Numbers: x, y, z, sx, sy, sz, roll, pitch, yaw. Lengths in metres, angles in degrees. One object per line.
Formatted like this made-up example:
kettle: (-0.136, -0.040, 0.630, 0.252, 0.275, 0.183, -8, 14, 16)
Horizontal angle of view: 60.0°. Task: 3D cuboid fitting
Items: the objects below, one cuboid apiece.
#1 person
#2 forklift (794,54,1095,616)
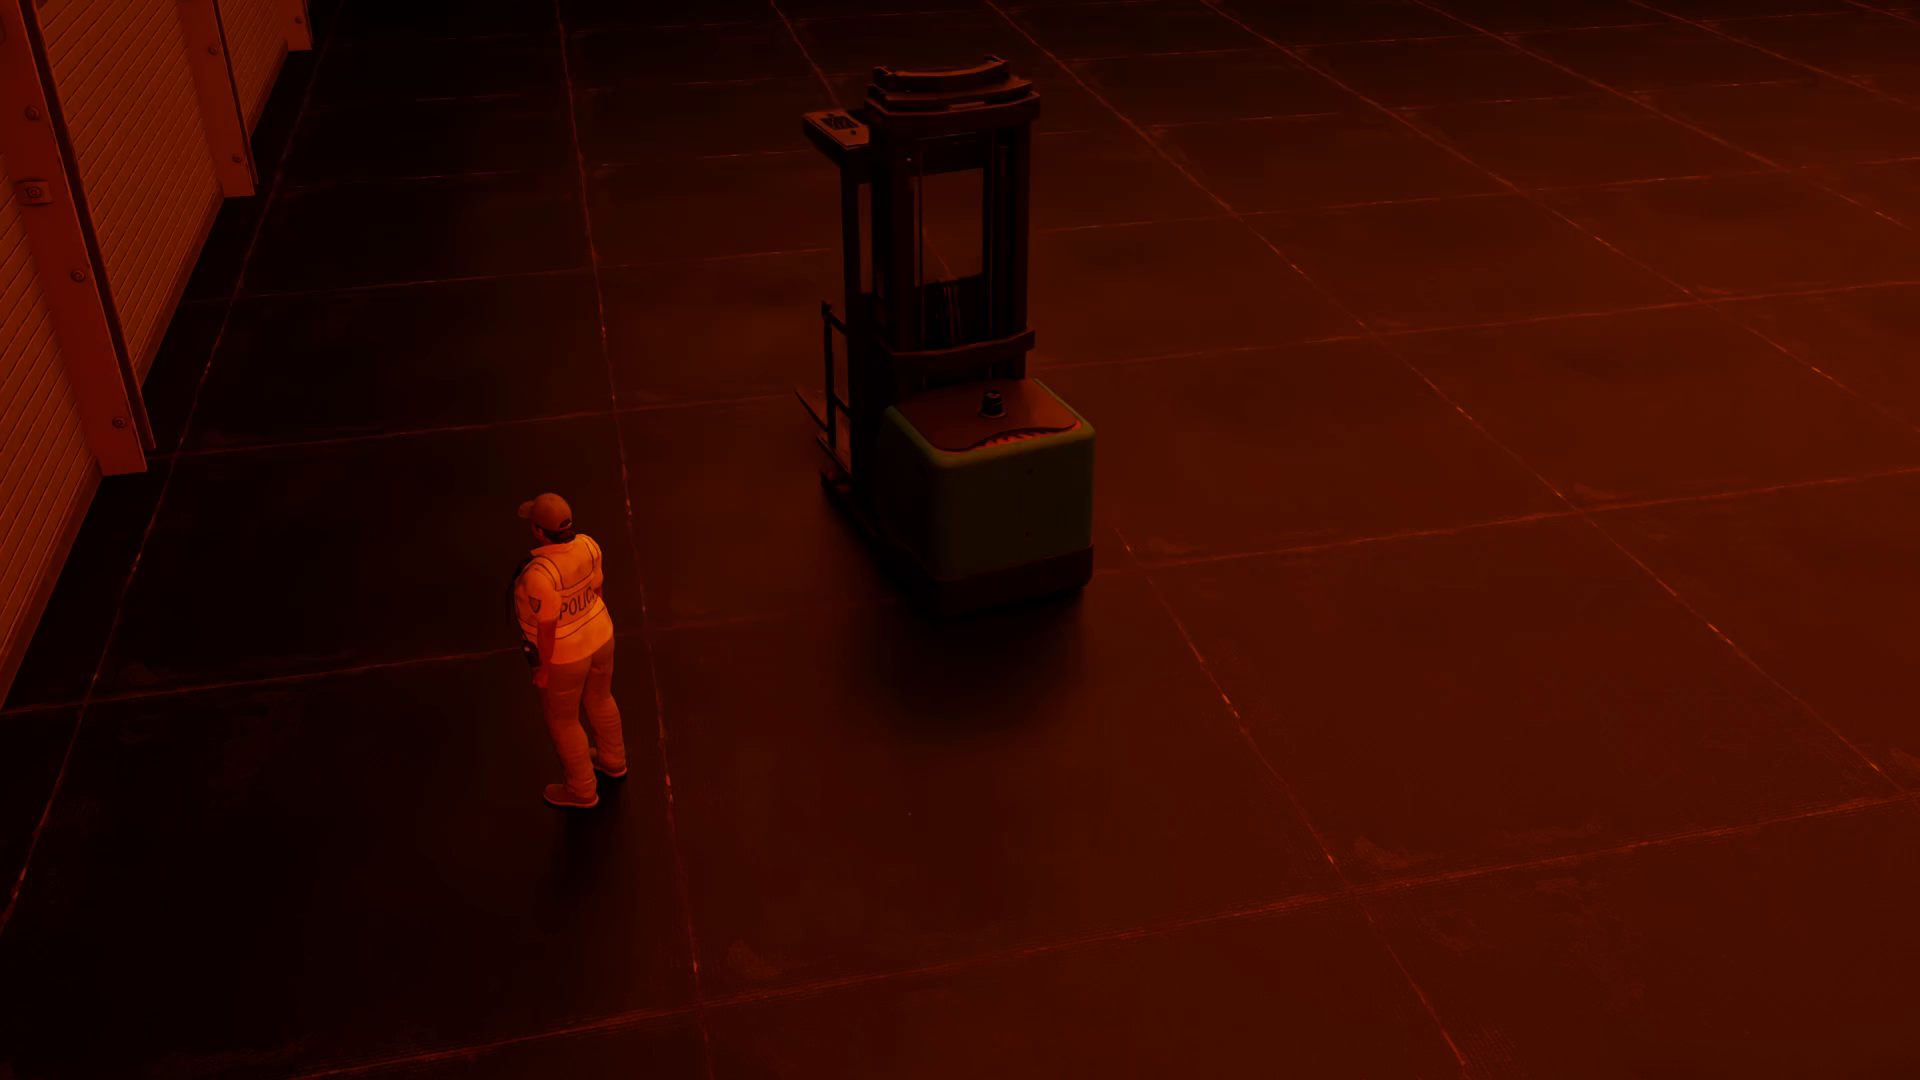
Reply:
person: (-1.870, 0.518, 7.950, 0.390, 1.669, 0.481, 14, 33, 23)
forklift: (-0.271, -1.550, 10.253, 1.130, 2.935, 3.031, -13, 32, -21)
